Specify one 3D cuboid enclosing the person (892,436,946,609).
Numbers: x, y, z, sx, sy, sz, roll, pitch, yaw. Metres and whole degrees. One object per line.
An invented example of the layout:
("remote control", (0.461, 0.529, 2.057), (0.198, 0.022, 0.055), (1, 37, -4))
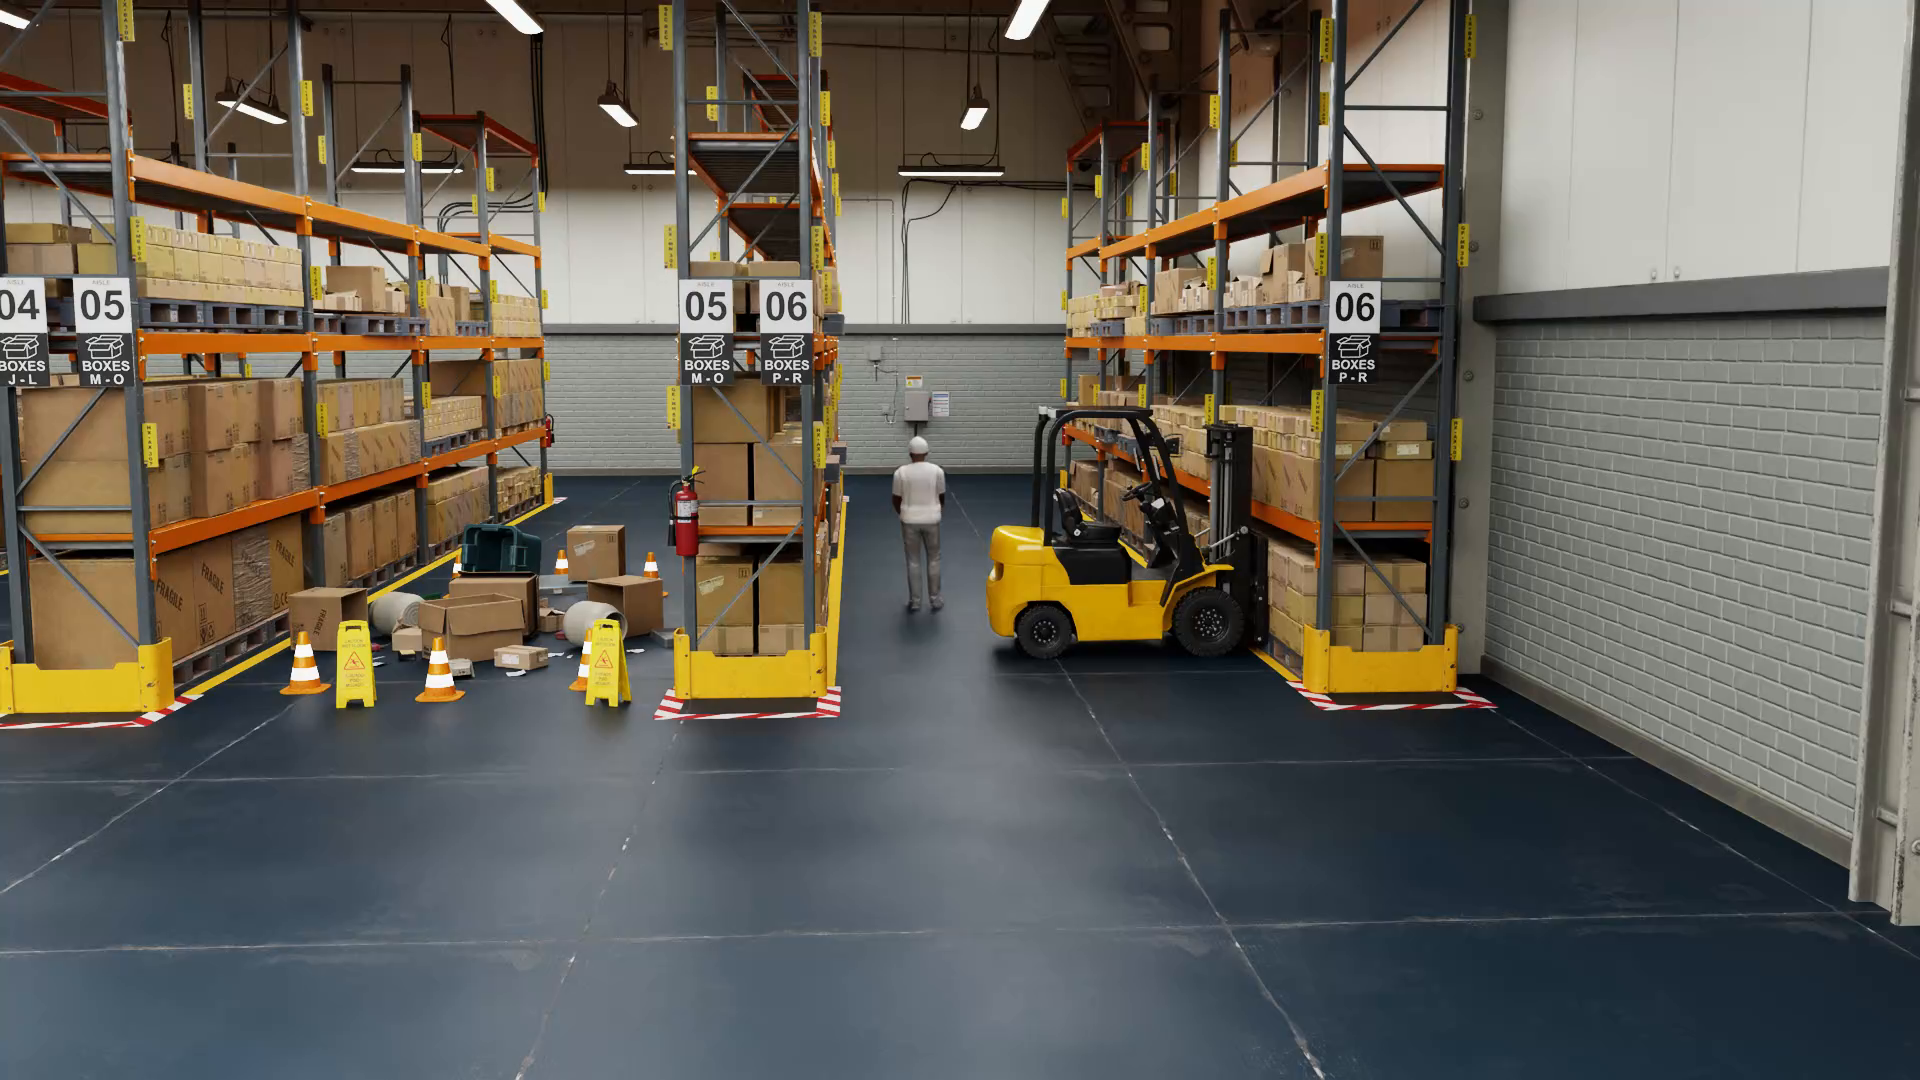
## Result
("person", (-0.429, -0.193, 17.179), (0.552, 1.771, 0.538), (-1, 7, -5))
